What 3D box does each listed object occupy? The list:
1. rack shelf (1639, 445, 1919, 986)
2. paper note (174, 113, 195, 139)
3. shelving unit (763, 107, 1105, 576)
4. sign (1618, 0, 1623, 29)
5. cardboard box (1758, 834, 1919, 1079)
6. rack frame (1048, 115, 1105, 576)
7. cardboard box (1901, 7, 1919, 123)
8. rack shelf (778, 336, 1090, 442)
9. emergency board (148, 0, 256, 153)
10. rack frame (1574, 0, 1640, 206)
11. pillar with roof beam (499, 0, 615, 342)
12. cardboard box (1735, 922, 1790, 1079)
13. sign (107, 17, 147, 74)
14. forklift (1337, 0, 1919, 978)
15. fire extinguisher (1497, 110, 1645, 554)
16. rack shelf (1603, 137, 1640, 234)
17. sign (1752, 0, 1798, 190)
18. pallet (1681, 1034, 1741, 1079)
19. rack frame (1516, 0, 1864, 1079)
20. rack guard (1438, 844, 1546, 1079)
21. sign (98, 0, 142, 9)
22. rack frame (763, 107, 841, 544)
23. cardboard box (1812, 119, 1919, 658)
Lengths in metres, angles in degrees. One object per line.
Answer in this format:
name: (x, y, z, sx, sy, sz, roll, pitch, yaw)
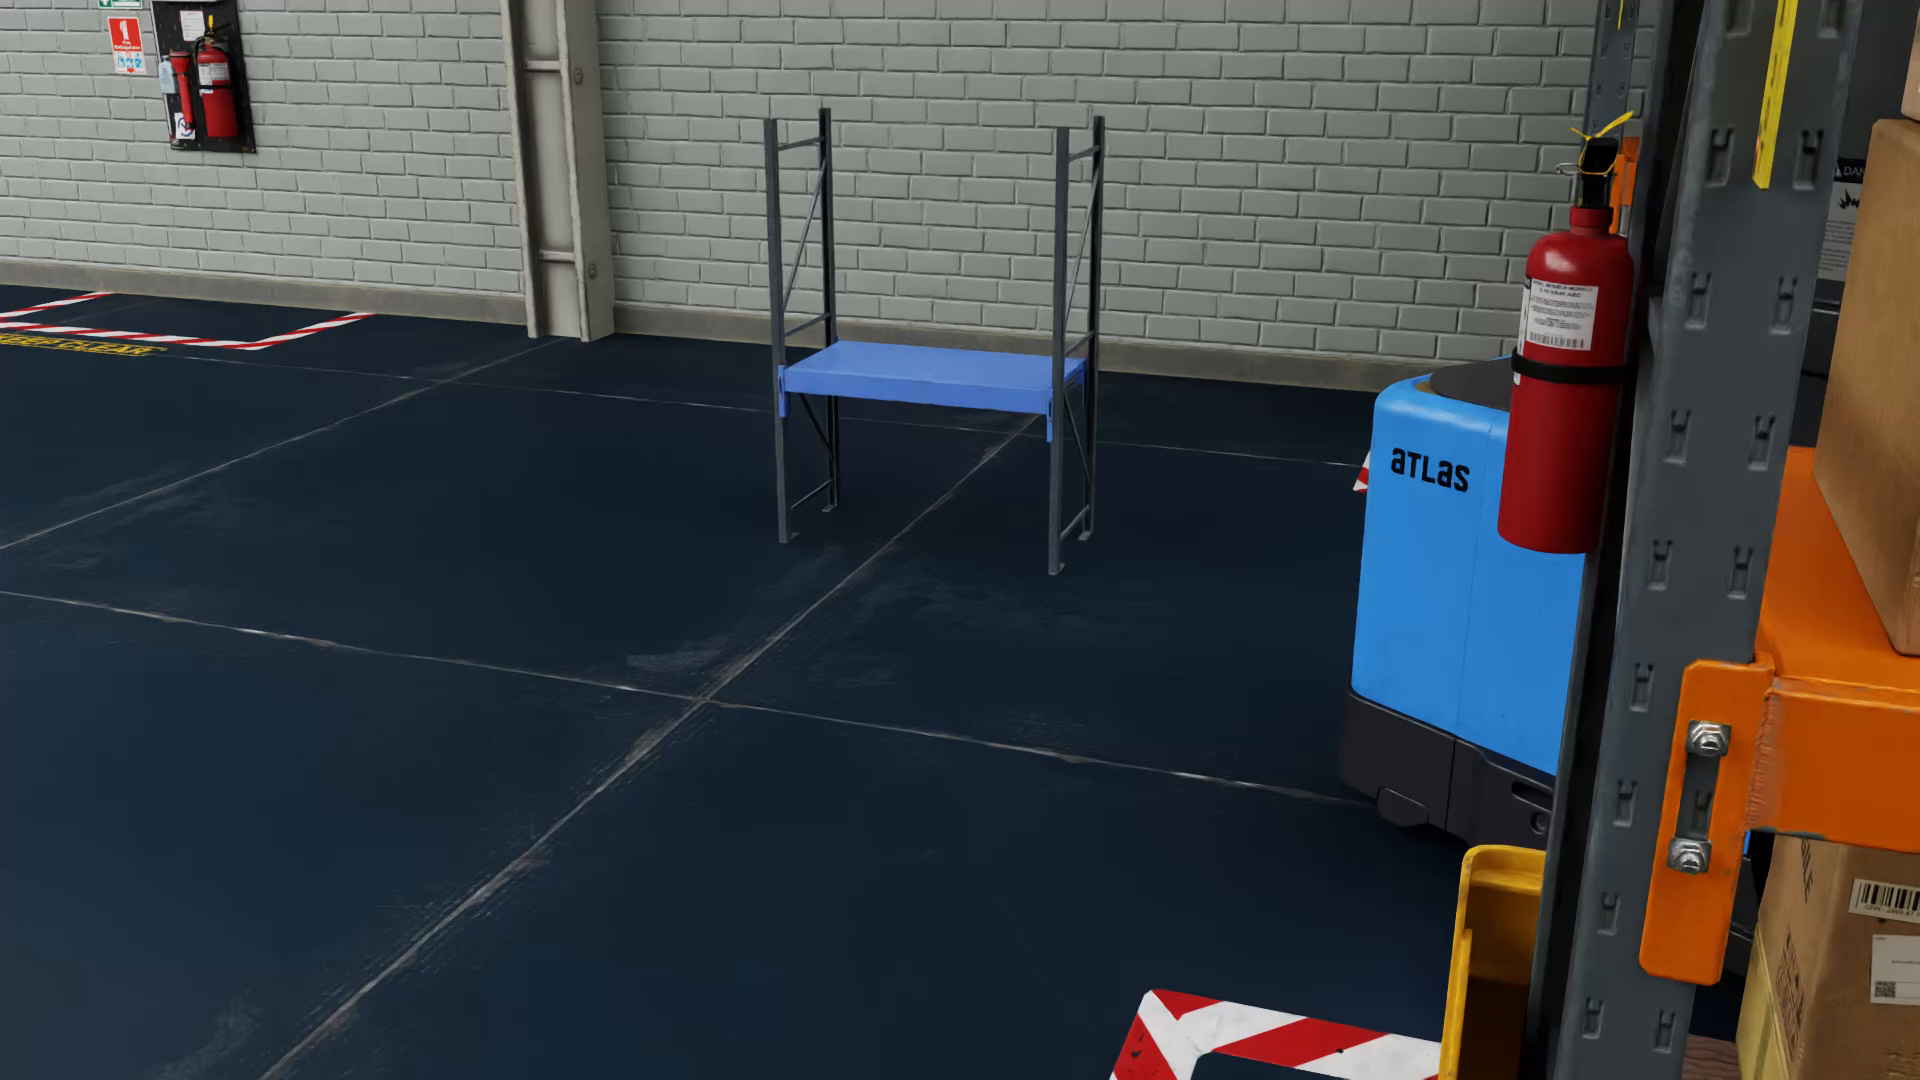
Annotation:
rack shelf: (2.798, 0.355, 1.593, 4.000, 0.370, 1.077, 7, 20, 18)
paper note: (-4.658, -2.486, 9.989, 0.142, 0.148, 0.016, 7, 20, 18)
shelving unit: (-0.081, -0.717, 5.856, 1.048, 1.500, 0.538, 7, 20, 18)
sign: (2.353, -1.981, 5.888, 0.005, 0.325, 0.100, 7, 20, 18)
cardboard box: (1.513, 0.511, 2.454, 0.500, 0.500, 0.500, 7, 20, 18)
rack frame: (0.400, -0.663, 5.698, 0.032, 1.500, 0.500, 7, 20, 18)
cardboard box: (1.332, -0.572, 2.023, 0.250, 0.149, 0.380, 6, 20, 17)
rack shelf: (-0.081, -0.548, 5.915, 1.000, 0.185, 0.538, 7, 20, 18)
emergency board: (-4.514, -2.861, 9.728, 0.643, 1.169, 0.194, 7, 20, 18)
rack frame: (2.531, -1.741, 6.514, 0.127, 3.000, 1.000, 7, 20, 18)
pillar with roof beam: (-3.605, -4.077, 4.101, 0.400, 9.000, 9.100, 7, 20, 18)
cardboard box: (1.512, 0.866, 2.575, 0.500, 0.250, 0.500, 7, 20, 18)
sign: (-5.002, -2.970, 9.985, 0.234, 0.329, 0.001, 7, 20, 18)
forklift: (2.254, -0.447, 2.907, 1.130, 2.935, 3.031, -15, 24, -36)
fire extinguisher: (0.949, -0.321, 2.558, 0.183, 0.674, 0.296, 7, 20, 18)
rack shelf: (4.420, -1.185, 6.013, 4.000, 0.370, 1.077, 7, 20, 18)
sign: (0.721, -0.475, 1.446, 0.005, 0.325, 0.100, 7, 20, 18)
pallet: (1.645, 1.186, 2.354, 1.213, 0.211, 1.003, 7, 20, 18)
rack frame: (0.910, -0.202, 2.097, 0.053, 2.616, 0.949, 7, 20, 18)
rack guard: (0.886, 0.977, 2.513, 0.348, 0.500, 1.175, 7, 20, 18)
sign: (-5.001, -3.217, 9.889, 0.331, 0.109, 0.001, 7, 20, 18)
rack frame: (-0.561, -0.772, 6.013, 0.032, 1.500, 0.500, 7, 20, 18)
cardboard box: (1.345, -0.193, 1.922, 0.500, 0.500, 0.700, 7, 20, 18)
